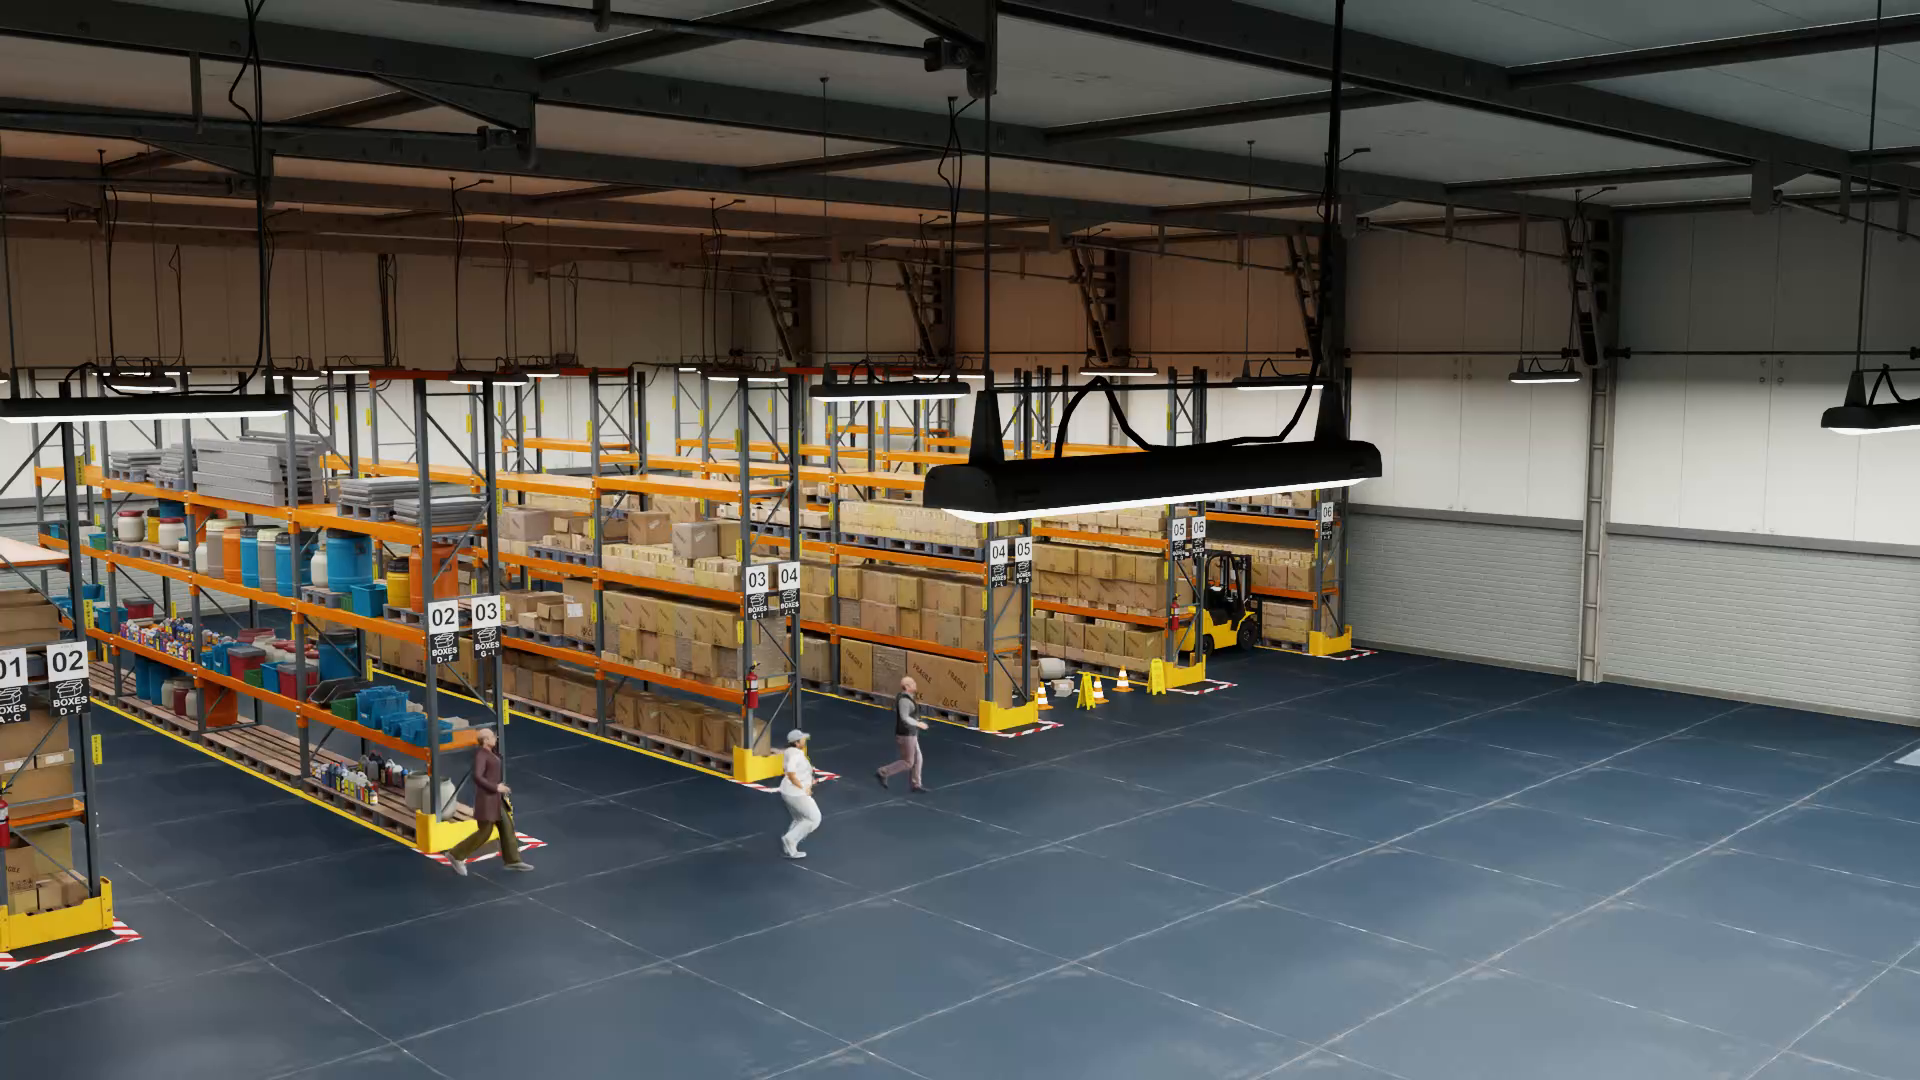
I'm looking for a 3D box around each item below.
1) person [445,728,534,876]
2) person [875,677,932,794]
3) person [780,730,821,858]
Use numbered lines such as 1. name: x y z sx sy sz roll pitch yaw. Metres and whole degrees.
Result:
1. person: -5.736 3.164 20.278 1.044 1.742 0.783 -1 7 -10
2. person: -0.820 2.811 23.864 0.830 1.717 0.670 -1 6 -6
3. person: -2.009 3.176 20.832 0.536 1.622 0.581 -2 7 -21
